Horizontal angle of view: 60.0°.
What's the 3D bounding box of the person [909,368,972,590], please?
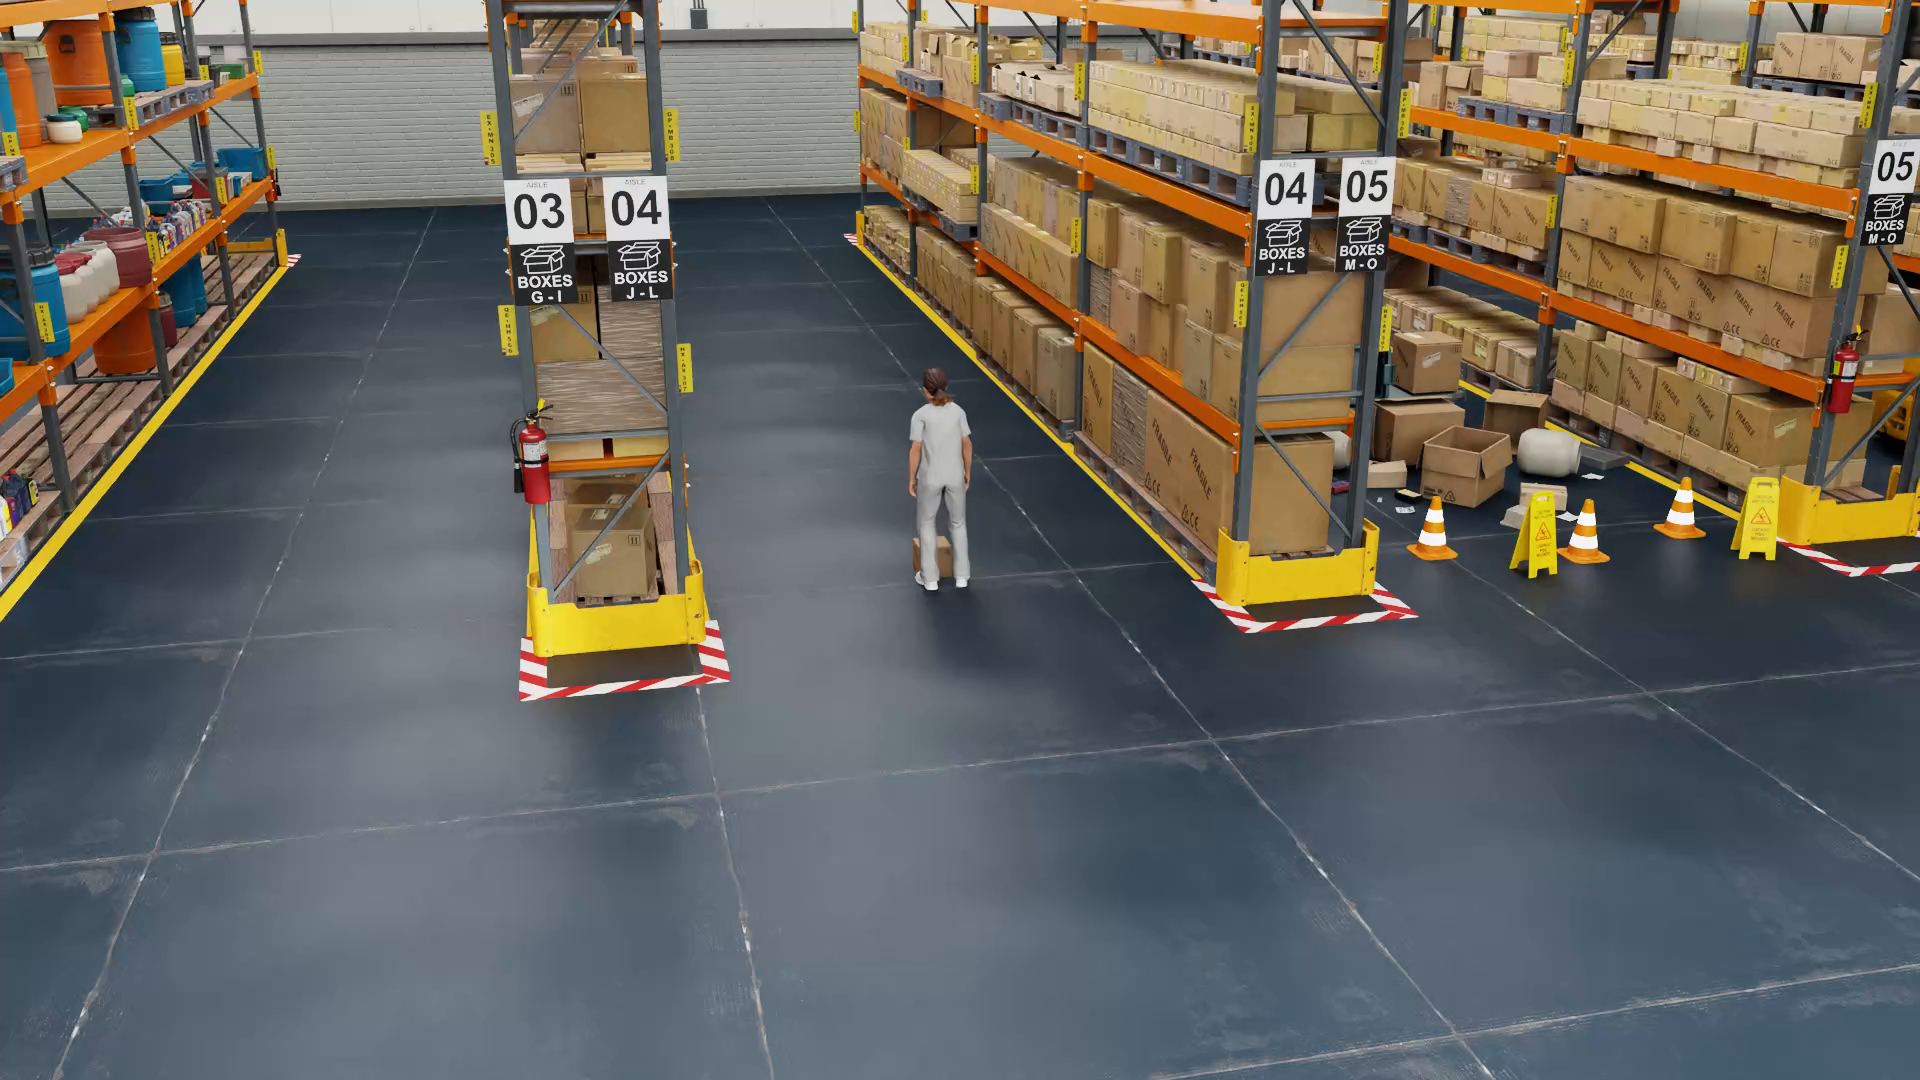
[{"bbox_3d":[-0.145,-0.450,12.332,0.501,1.671,0.361,-6,20,-15],"label":"person"}]
